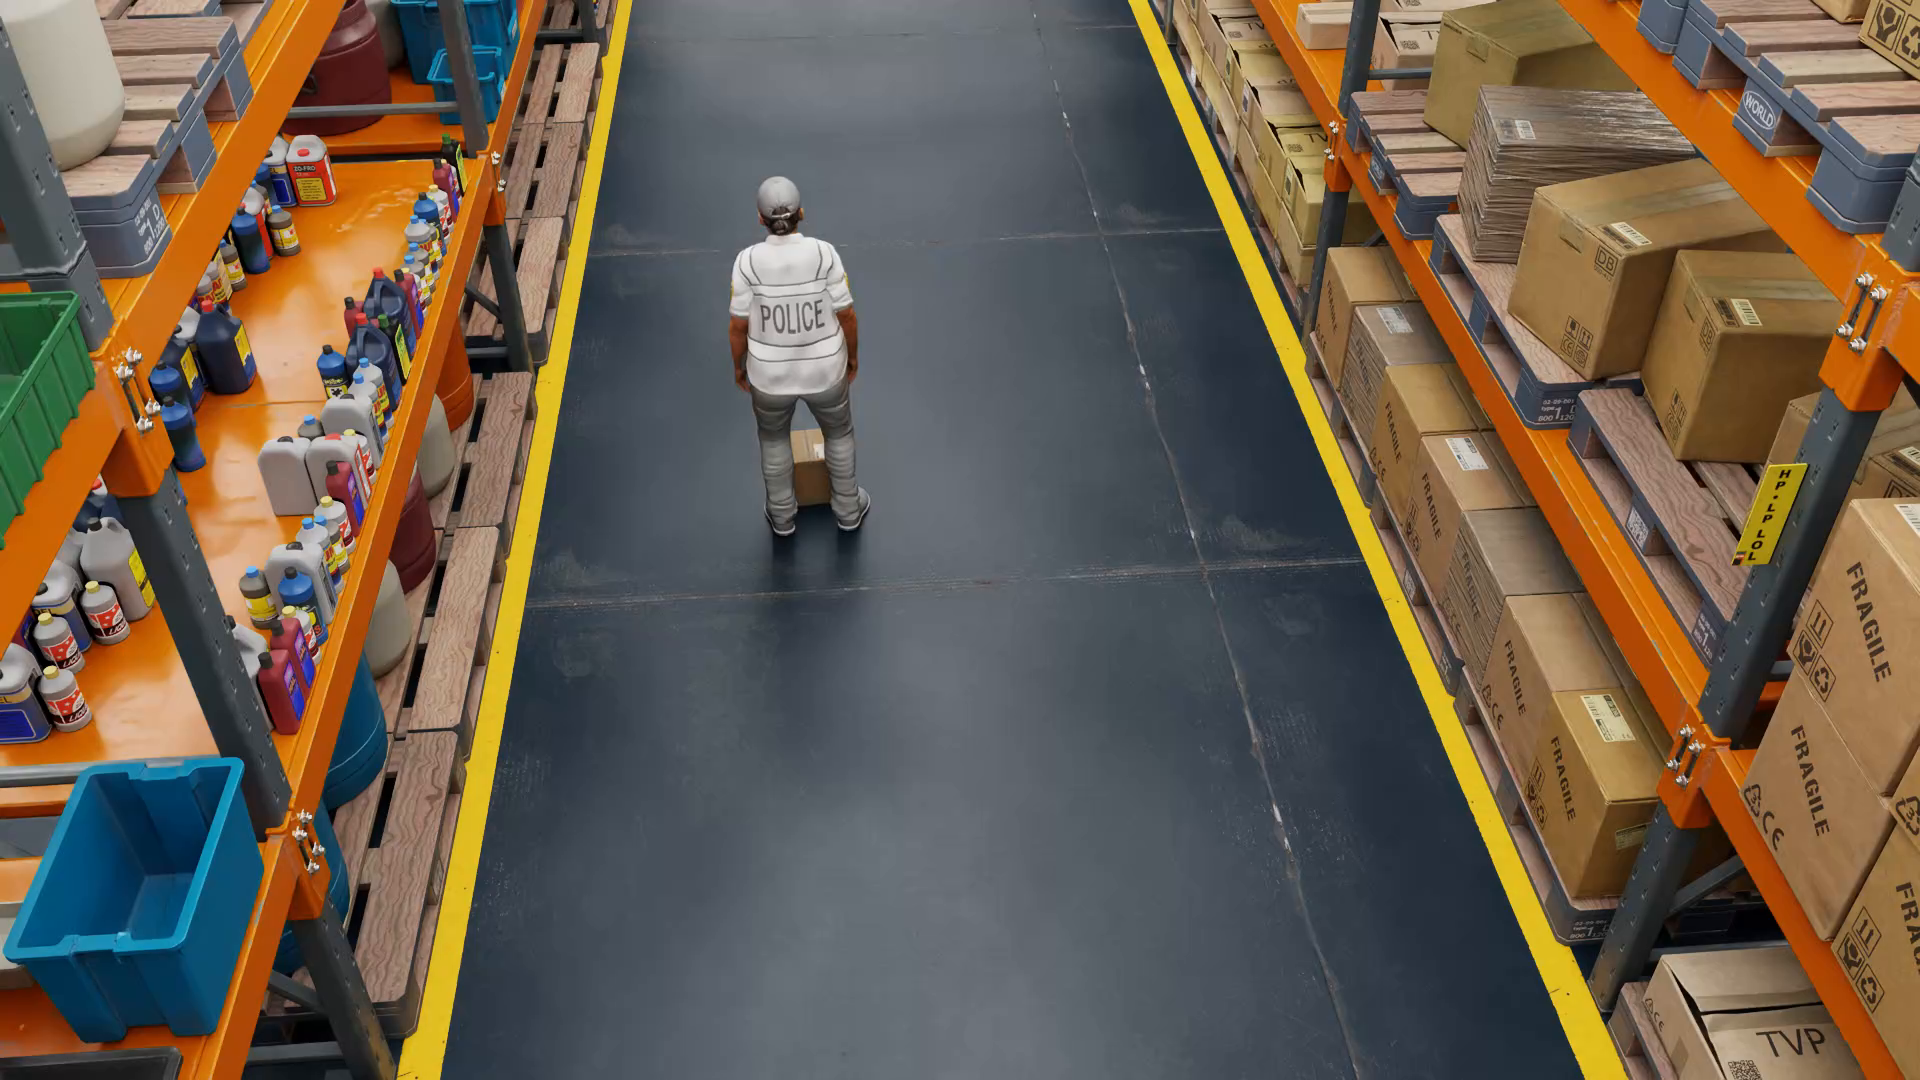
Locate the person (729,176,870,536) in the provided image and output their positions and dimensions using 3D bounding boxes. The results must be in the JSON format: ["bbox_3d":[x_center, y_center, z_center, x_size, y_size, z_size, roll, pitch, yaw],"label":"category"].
[{"bbox_3d":[-0.682,-0.746,7.059,0.558,1.667,0.467,-4,40,-5],"label":"person"}]
